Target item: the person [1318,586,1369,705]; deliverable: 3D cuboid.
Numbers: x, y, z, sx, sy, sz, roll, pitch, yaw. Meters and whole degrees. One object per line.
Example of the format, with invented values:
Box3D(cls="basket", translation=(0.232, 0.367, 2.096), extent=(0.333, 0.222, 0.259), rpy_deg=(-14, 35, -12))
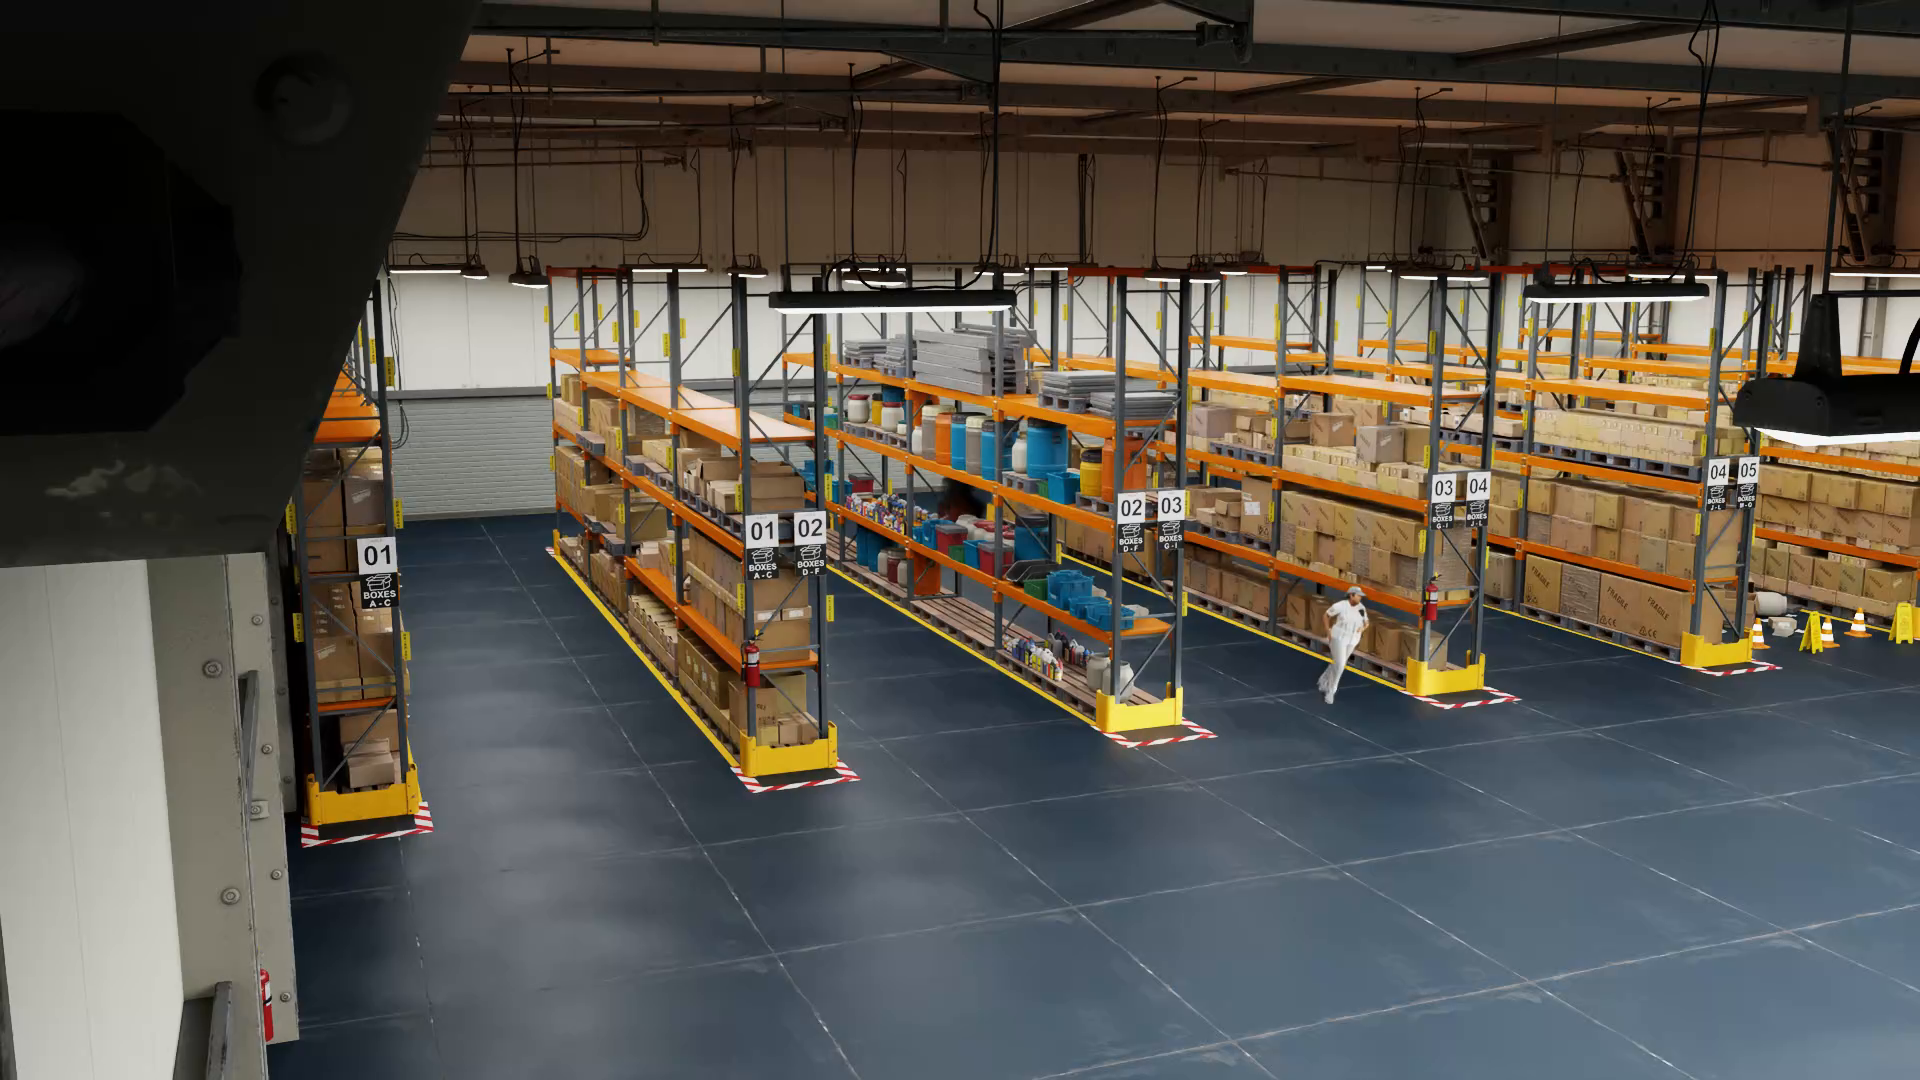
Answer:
Box3D(cls="person", translation=(5.416, 1.443, 23.738), extent=(0.796, 1.619, 0.745), rpy_deg=(-4, 11, -21))
